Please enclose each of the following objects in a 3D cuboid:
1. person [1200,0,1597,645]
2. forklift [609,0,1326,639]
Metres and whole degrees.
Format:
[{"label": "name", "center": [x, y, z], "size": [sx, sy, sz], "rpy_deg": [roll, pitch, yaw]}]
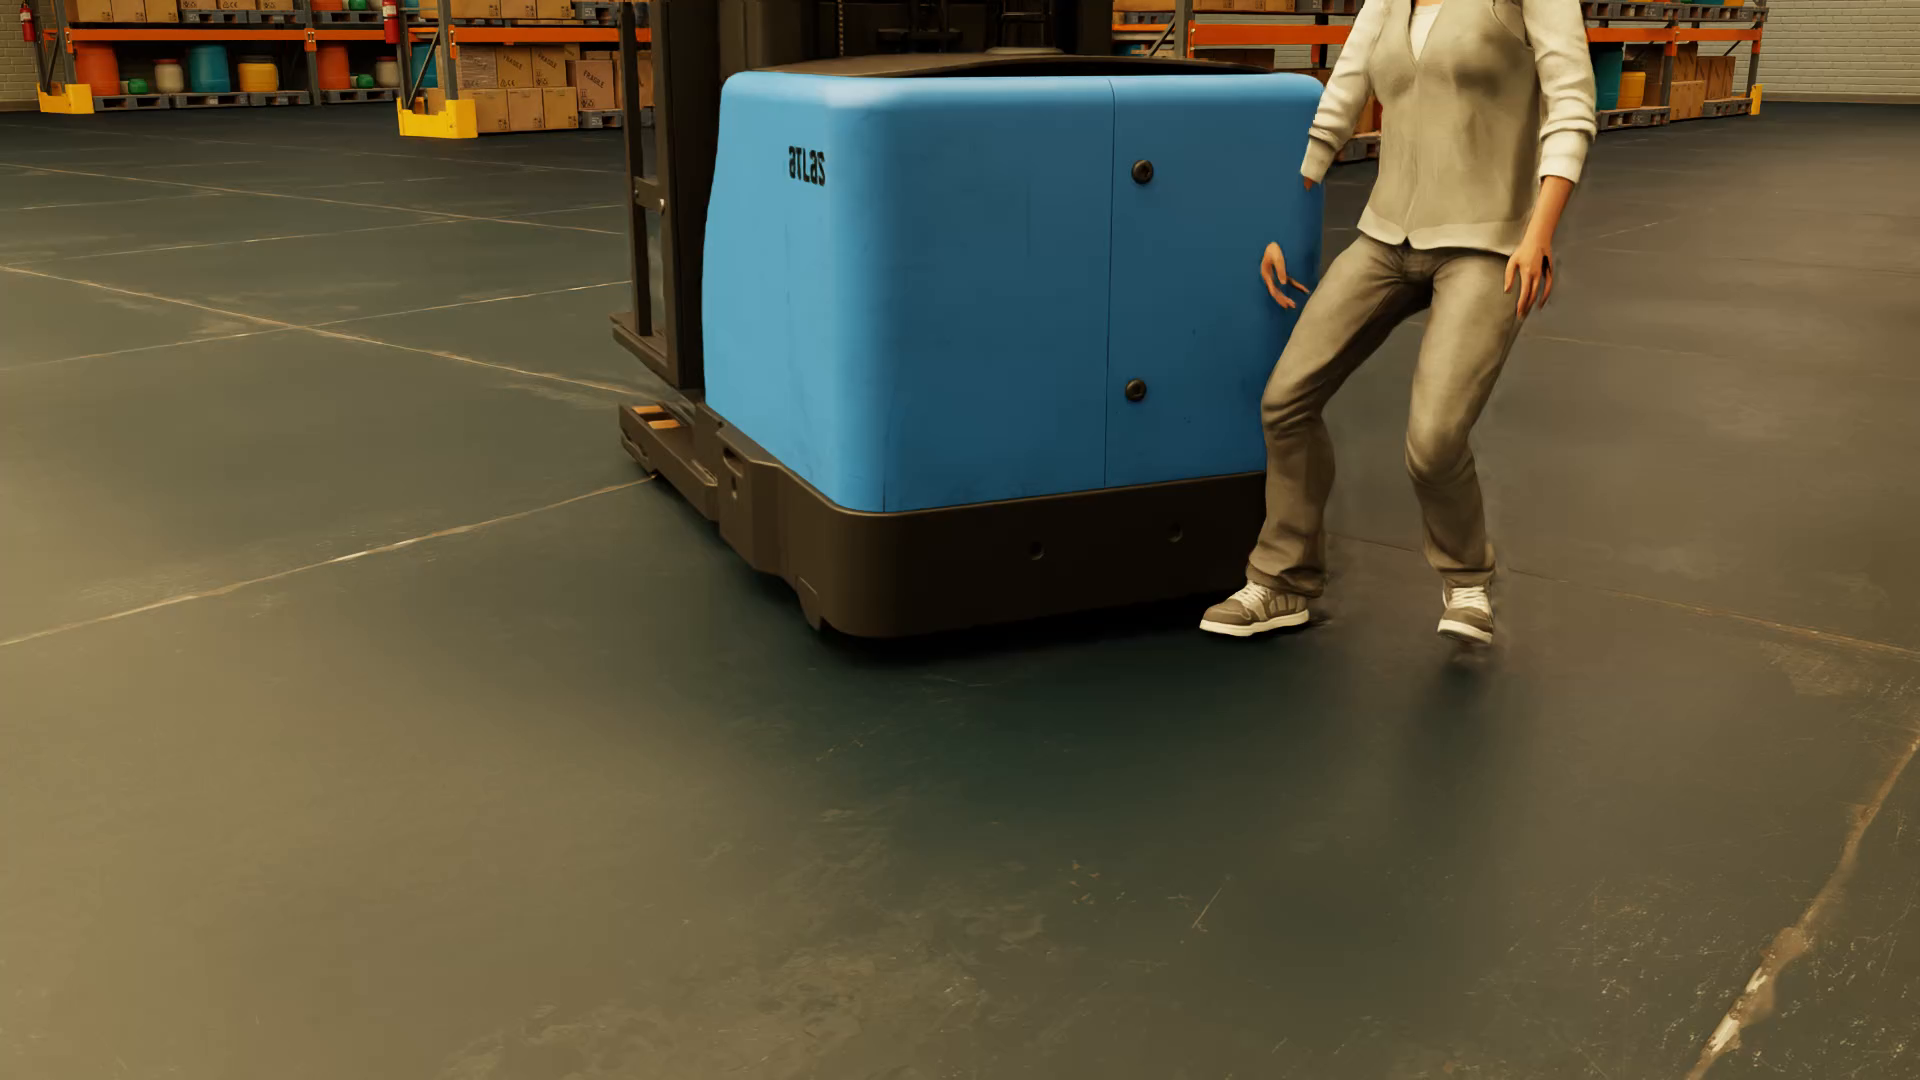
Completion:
[{"label": "person", "center": [0.803, -0.525, 3.023], "size": [0.497, 1.530, 0.606], "rpy_deg": [-13, 21, -37]}, {"label": "forklift", "center": [-0.306, -1.604, 4.181], "size": [1.130, 2.935, 3.031], "rpy_deg": [-7, 18, -22]}]
